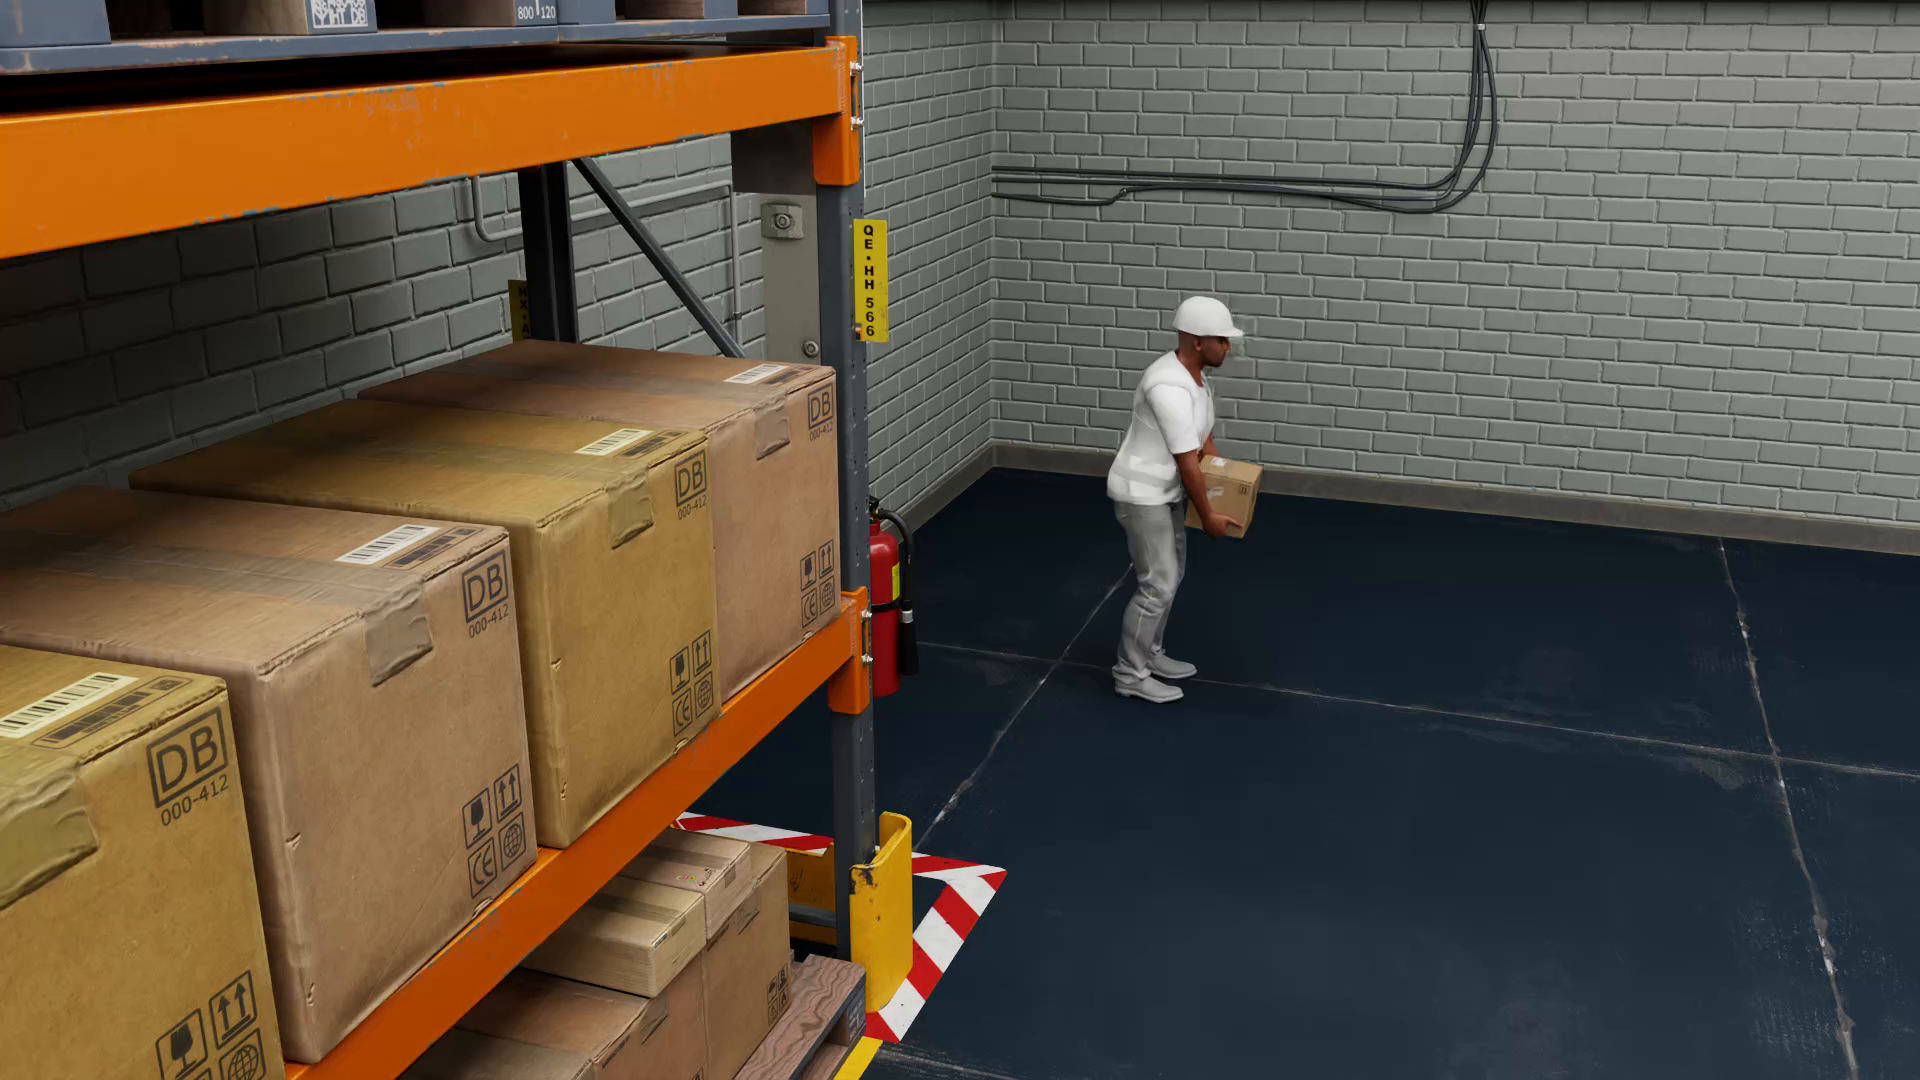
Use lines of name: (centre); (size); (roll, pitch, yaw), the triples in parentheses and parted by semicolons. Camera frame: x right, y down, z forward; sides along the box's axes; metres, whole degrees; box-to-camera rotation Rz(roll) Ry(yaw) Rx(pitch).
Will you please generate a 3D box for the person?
person: (0.938, -0.536, 6.979); (0.602, 0.980, 0.497); (6, 19, 17)
